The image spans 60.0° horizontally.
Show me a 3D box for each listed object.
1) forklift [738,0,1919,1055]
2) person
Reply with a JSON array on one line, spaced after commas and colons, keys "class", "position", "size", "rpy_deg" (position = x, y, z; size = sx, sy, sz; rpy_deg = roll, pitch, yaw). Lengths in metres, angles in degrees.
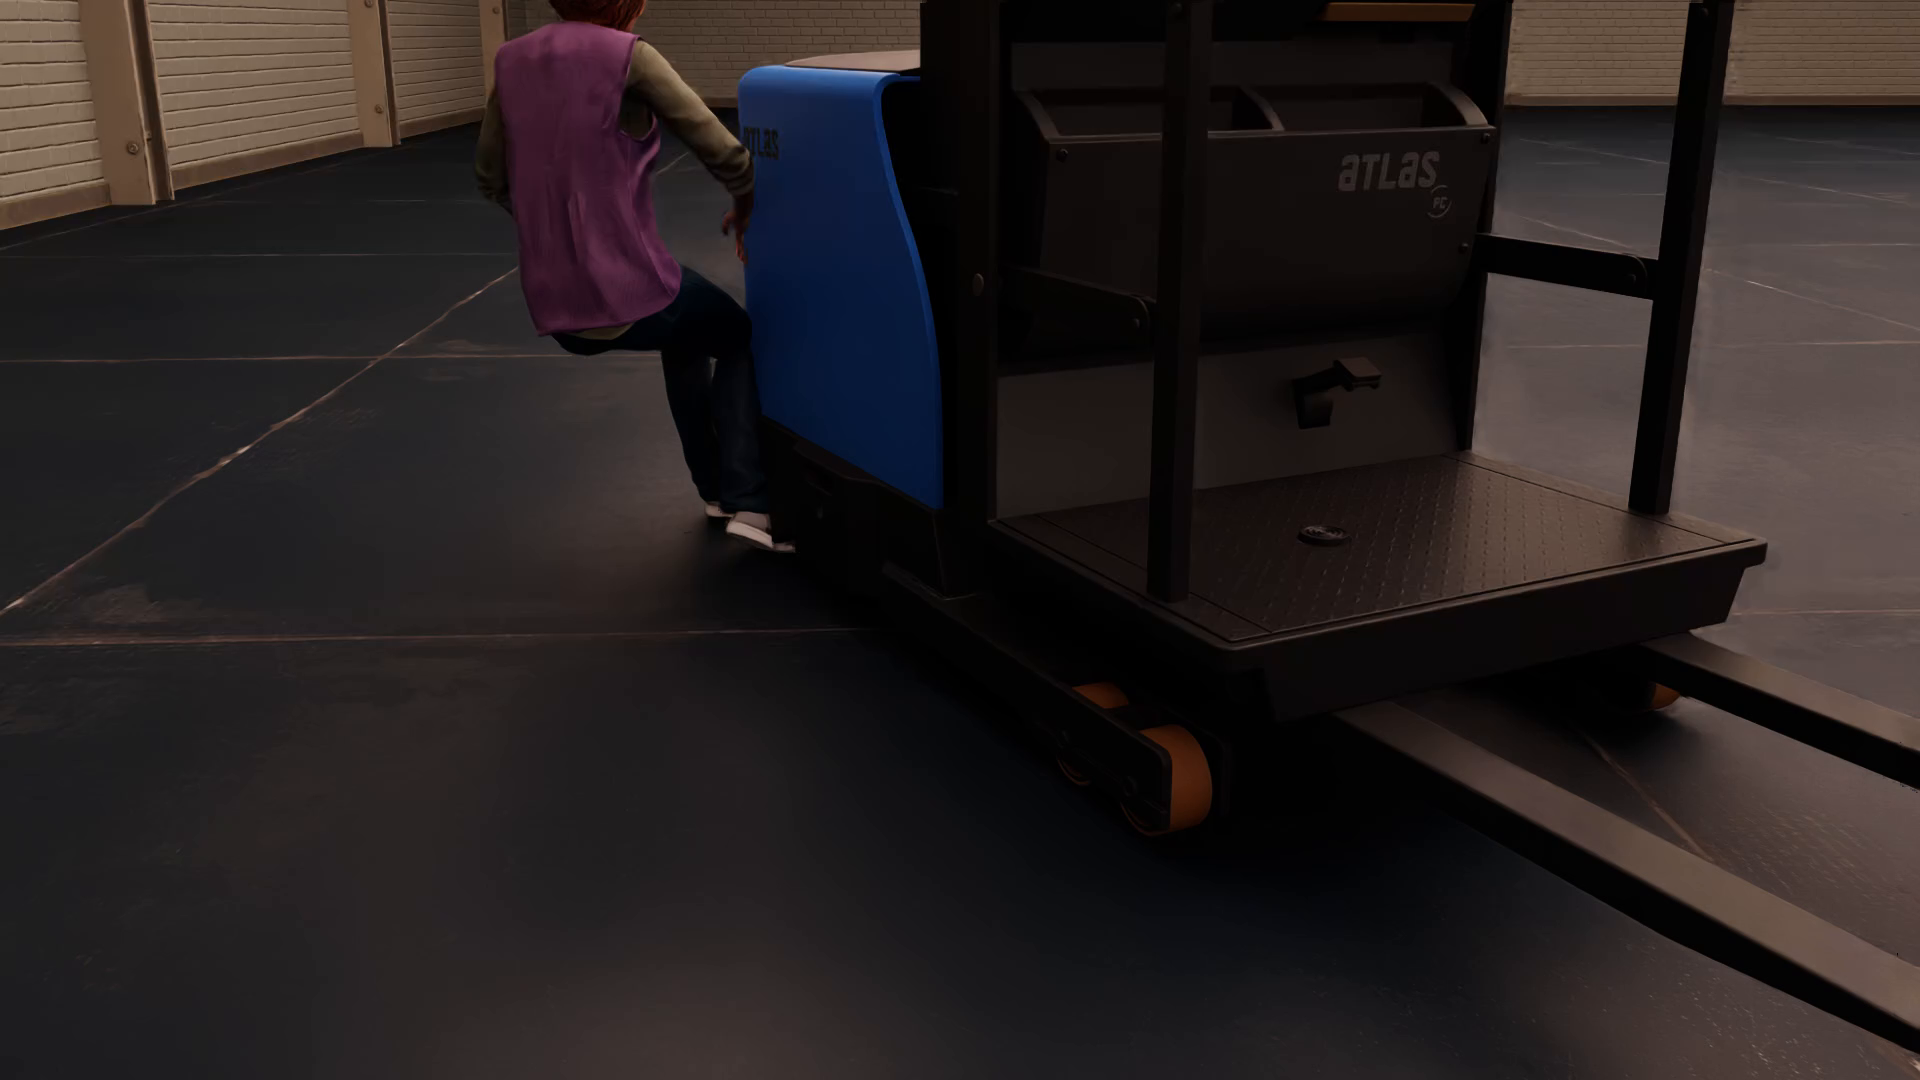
[{"class": "forklift", "position": [0.617, -1.109, 2.532], "size": [1.130, 2.935, 3.031], "rpy_deg": [-9, 19, -26]}, {"class": "person", "position": [-0.661, -0.630, 3.751], "size": [0.665, 1.400, 0.778], "rpy_deg": [7, 18, 20]}]
